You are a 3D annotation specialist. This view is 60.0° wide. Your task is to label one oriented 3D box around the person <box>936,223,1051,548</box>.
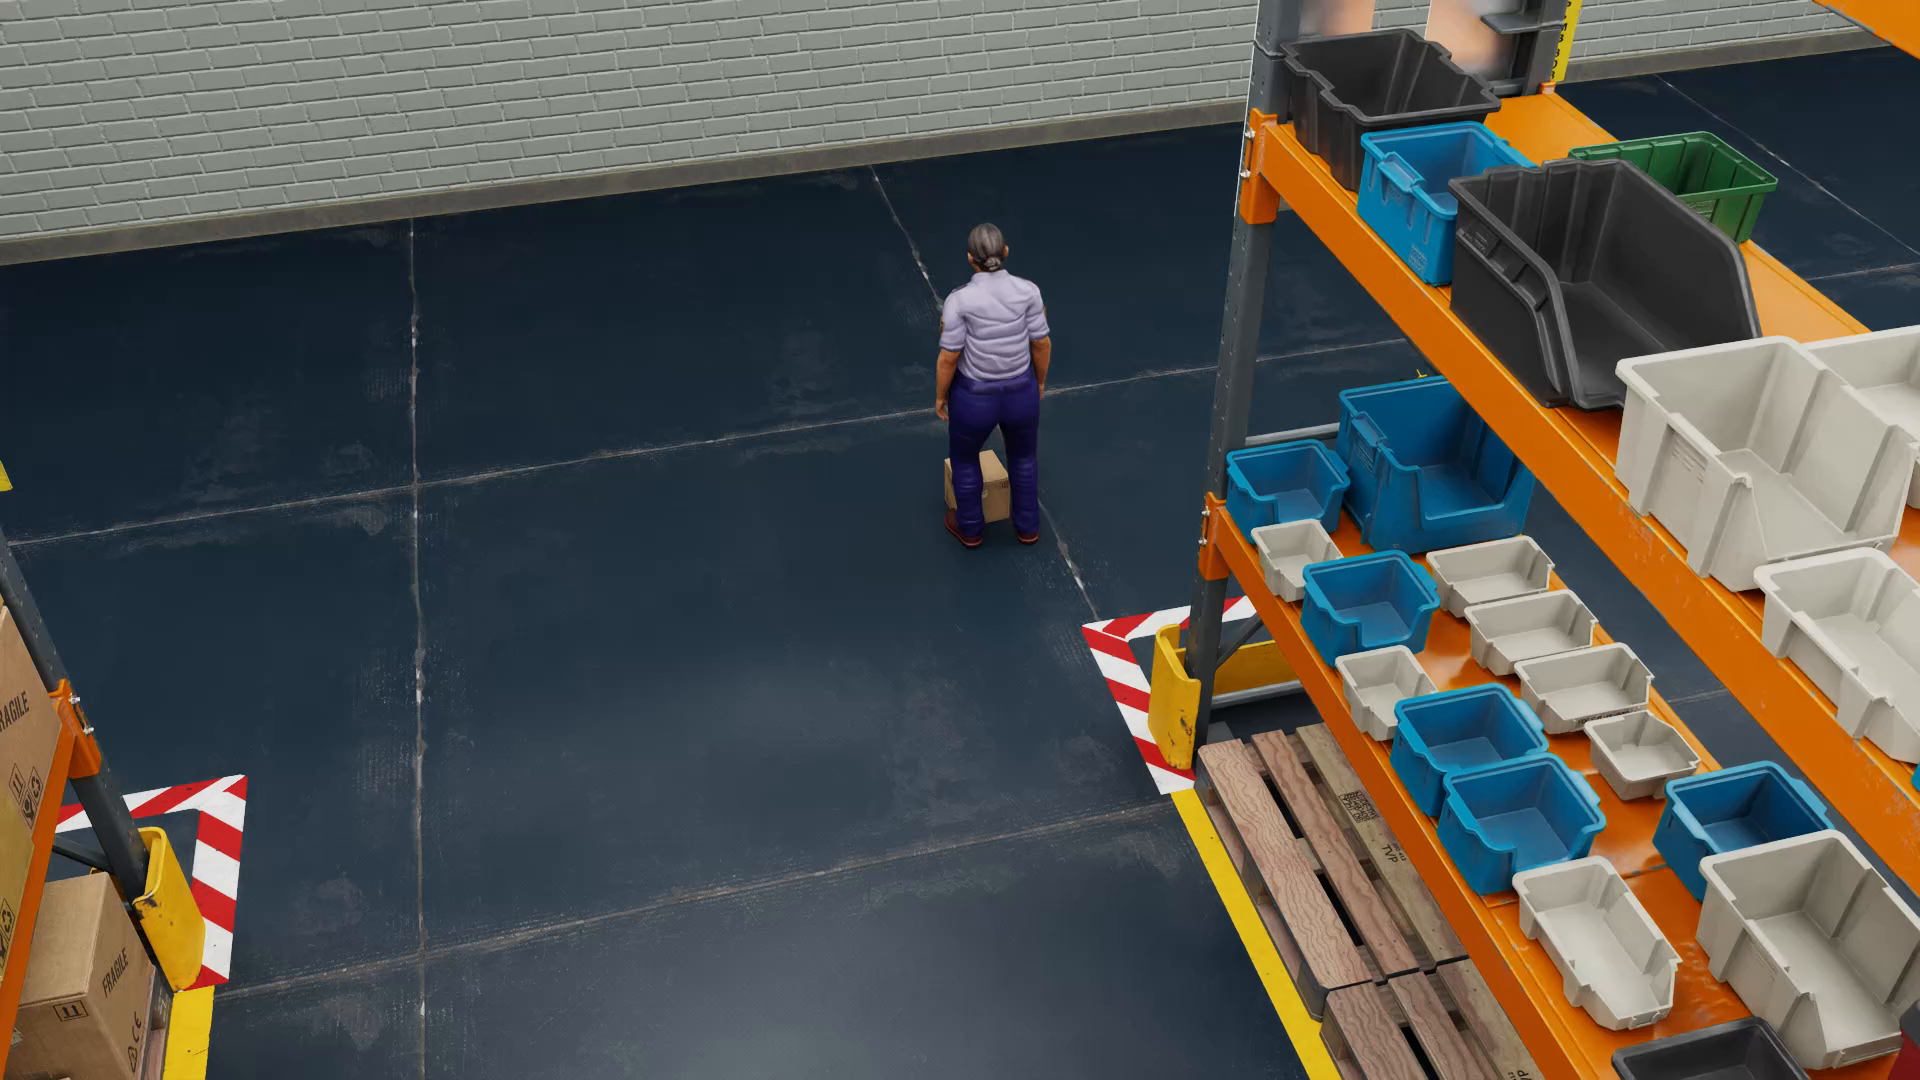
[{"bbox_3d":[0.147,-0.672,7.566,0.538,1.652,0.413,-9,39,-11],"label":"person"}]
